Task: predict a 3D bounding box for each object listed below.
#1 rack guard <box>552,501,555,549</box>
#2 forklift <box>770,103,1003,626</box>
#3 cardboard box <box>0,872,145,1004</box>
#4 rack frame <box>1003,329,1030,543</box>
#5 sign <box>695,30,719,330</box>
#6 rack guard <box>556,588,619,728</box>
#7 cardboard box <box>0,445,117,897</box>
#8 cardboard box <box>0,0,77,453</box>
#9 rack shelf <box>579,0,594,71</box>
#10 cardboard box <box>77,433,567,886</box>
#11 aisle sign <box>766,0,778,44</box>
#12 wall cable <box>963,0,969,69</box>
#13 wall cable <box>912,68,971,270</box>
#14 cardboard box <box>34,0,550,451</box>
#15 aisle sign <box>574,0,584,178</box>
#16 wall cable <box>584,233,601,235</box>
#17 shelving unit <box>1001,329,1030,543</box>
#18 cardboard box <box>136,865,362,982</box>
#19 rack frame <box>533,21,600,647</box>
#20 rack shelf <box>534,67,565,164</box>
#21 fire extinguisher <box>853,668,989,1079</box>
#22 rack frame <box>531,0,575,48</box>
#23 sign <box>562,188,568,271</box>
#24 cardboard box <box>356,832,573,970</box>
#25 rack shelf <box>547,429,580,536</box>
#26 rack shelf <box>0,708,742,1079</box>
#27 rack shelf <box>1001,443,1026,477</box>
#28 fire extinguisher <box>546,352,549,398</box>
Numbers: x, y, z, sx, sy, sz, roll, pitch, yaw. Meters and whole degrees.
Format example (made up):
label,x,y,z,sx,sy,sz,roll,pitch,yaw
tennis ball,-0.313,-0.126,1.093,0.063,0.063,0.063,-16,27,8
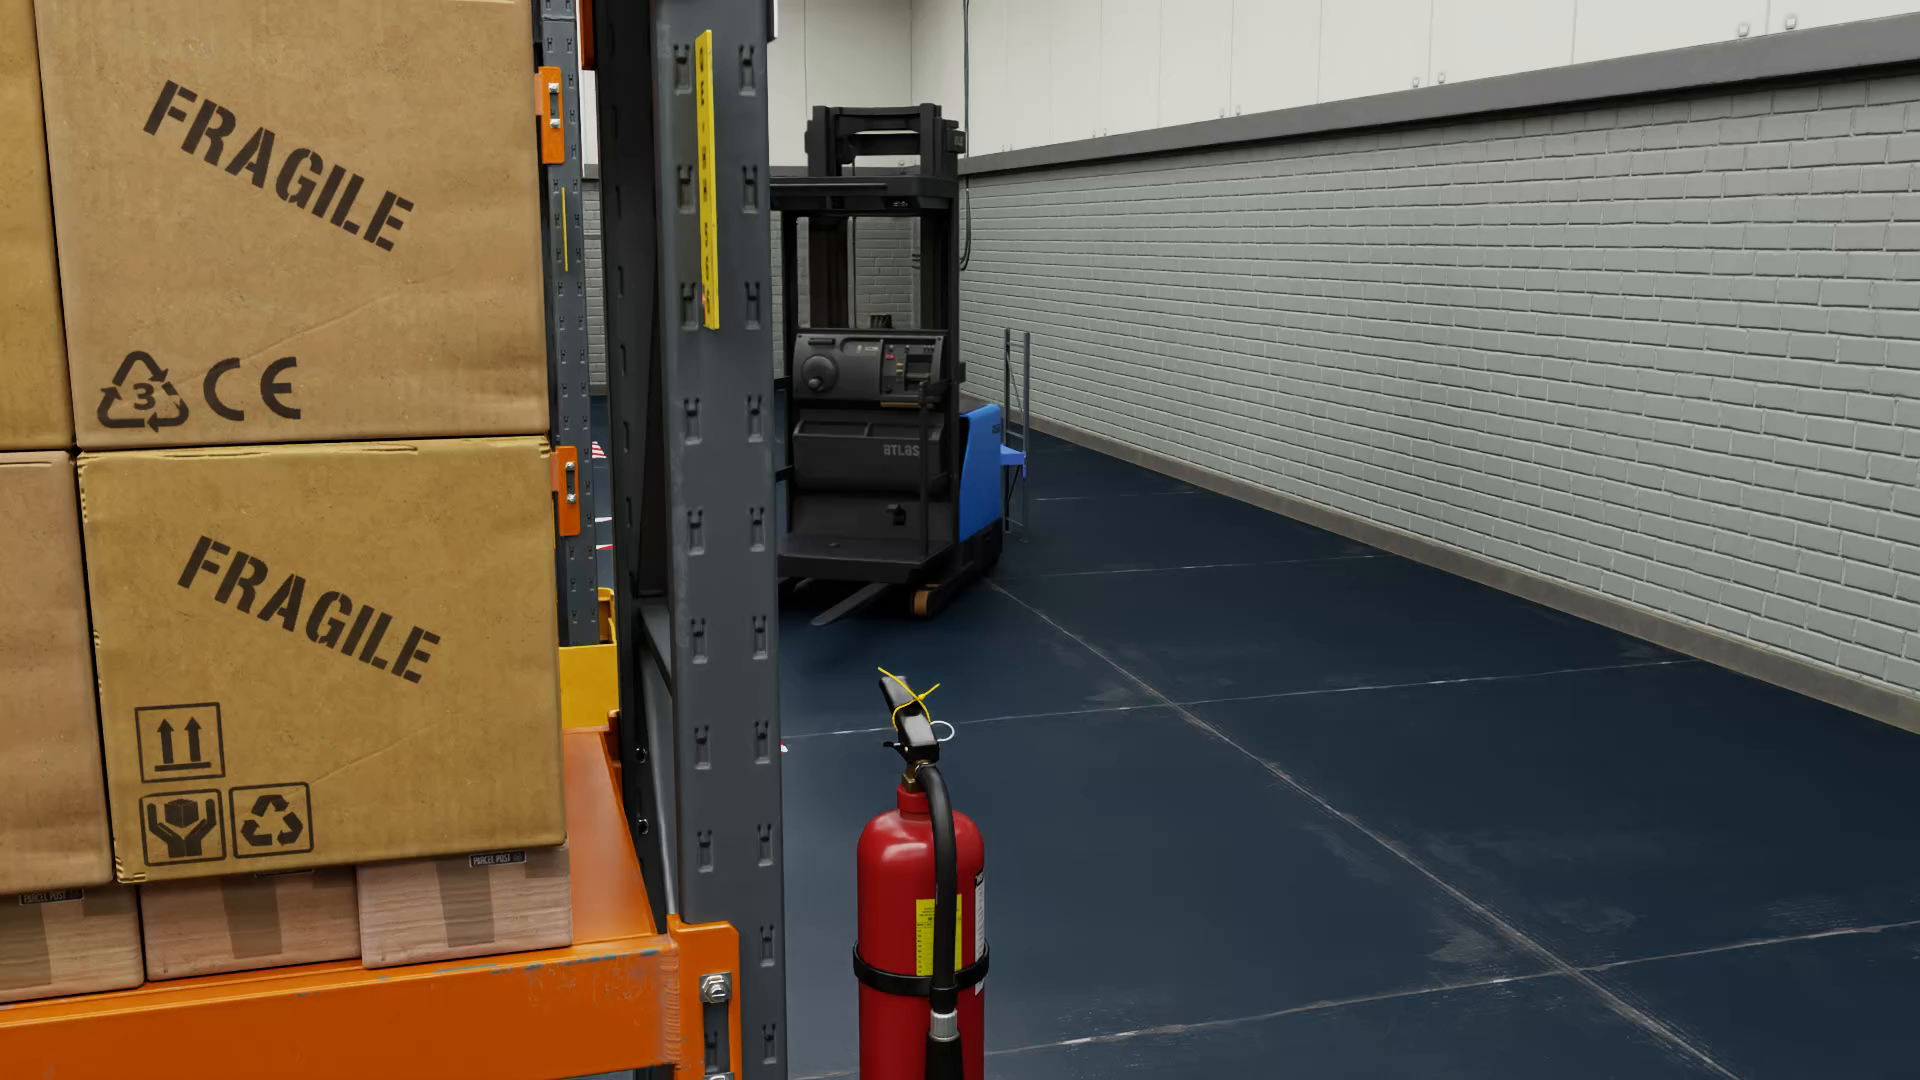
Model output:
label,x,y,z,sx,sy,sz,roll,pitch,yaw
rack guard,-3.077,-0.279,12.183,0.348,0.500,1.175,-3,11,-16
forklift,-0.608,-1.069,9.756,1.130,2.935,3.031,3,11,16
cardboard box,-1.143,0.434,2.100,0.250,0.149,0.380,-3,11,-17
rack frame,0.406,-0.759,12.027,0.032,1.500,0.500,-3,11,-16
sign,-0.287,-0.404,1.887,0.005,0.325,0.100,-3,11,-16
rack guard,-1.689,0.584,7.494,0.348,0.500,1.175,-3,11,-16
cardboard box,-1.278,0.120,2.010,0.500,0.500,0.500,-3,11,-17
cardboard box,-1.279,-0.372,1.923,0.500,0.500,0.500,-3,11,-18
rack shelf,-2.343,-0.797,1.793,4.000,0.370,1.077,-3,11,-16
cardboard box,-0.782,0.095,2.147,0.500,0.500,0.500,-3,11,-15
aisle sign,-0.269,-1.007,2.051,0.004,0.787,0.394,-3,11,-16
wall cable,0.421,-6.888,19.236,0.112,2.526,3.097,-3,11,-16
wall cable,-0.335,-4.875,22.248,0.112,2.526,3.097,-3,11,-16
cardboard box,-0.793,-0.398,2.062,0.500,0.500,0.500,-3,11,-17
aisle sign,-1.559,-1.874,6.762,0.004,0.787,0.394,-3,11,-16
wall cable,-4.901,-3.956,22.446,1.851,1.984,0.084,-3,11,-16
shelving unit,-0.082,-0.733,11.887,1.048,1.500,0.538,-3,11,-16
cardboard box,-0.906,0.418,2.183,0.250,0.149,0.380,-3,11,-16
rack frame,-1.712,-0.644,7.261,0.127,3.000,1.000,-3,11,-16
rack shelf,-3.632,-1.664,6.505,4.000,0.370,1.077,-3,11,-16
fire extinguisher,-0.052,0.512,2.224,0.183,0.674,0.296,-3,11,-16
rack frame,-1.712,-3.595,6.718,0.127,3.000,1.000,-3,11,-16
sign,-1.574,-1.235,6.618,0.005,0.325,0.100,-3,11,-16
cardboard box,-0.657,0.412,2.216,0.250,0.149,0.380,-3,11,-16
rack shelf,-3.632,-0.189,6.776,4.000,0.370,1.077,-3,11,-16
rack shelf,-2.343,0.678,2.065,4.000,0.370,1.077,-3,11,-16
rack shelf,-0.082,-0.556,11.920,1.000,0.185,0.538,-3,11,-16
fire extinguisher,-2.825,-1.212,11.591,0.183,0.674,0.296,-3,11,-16
